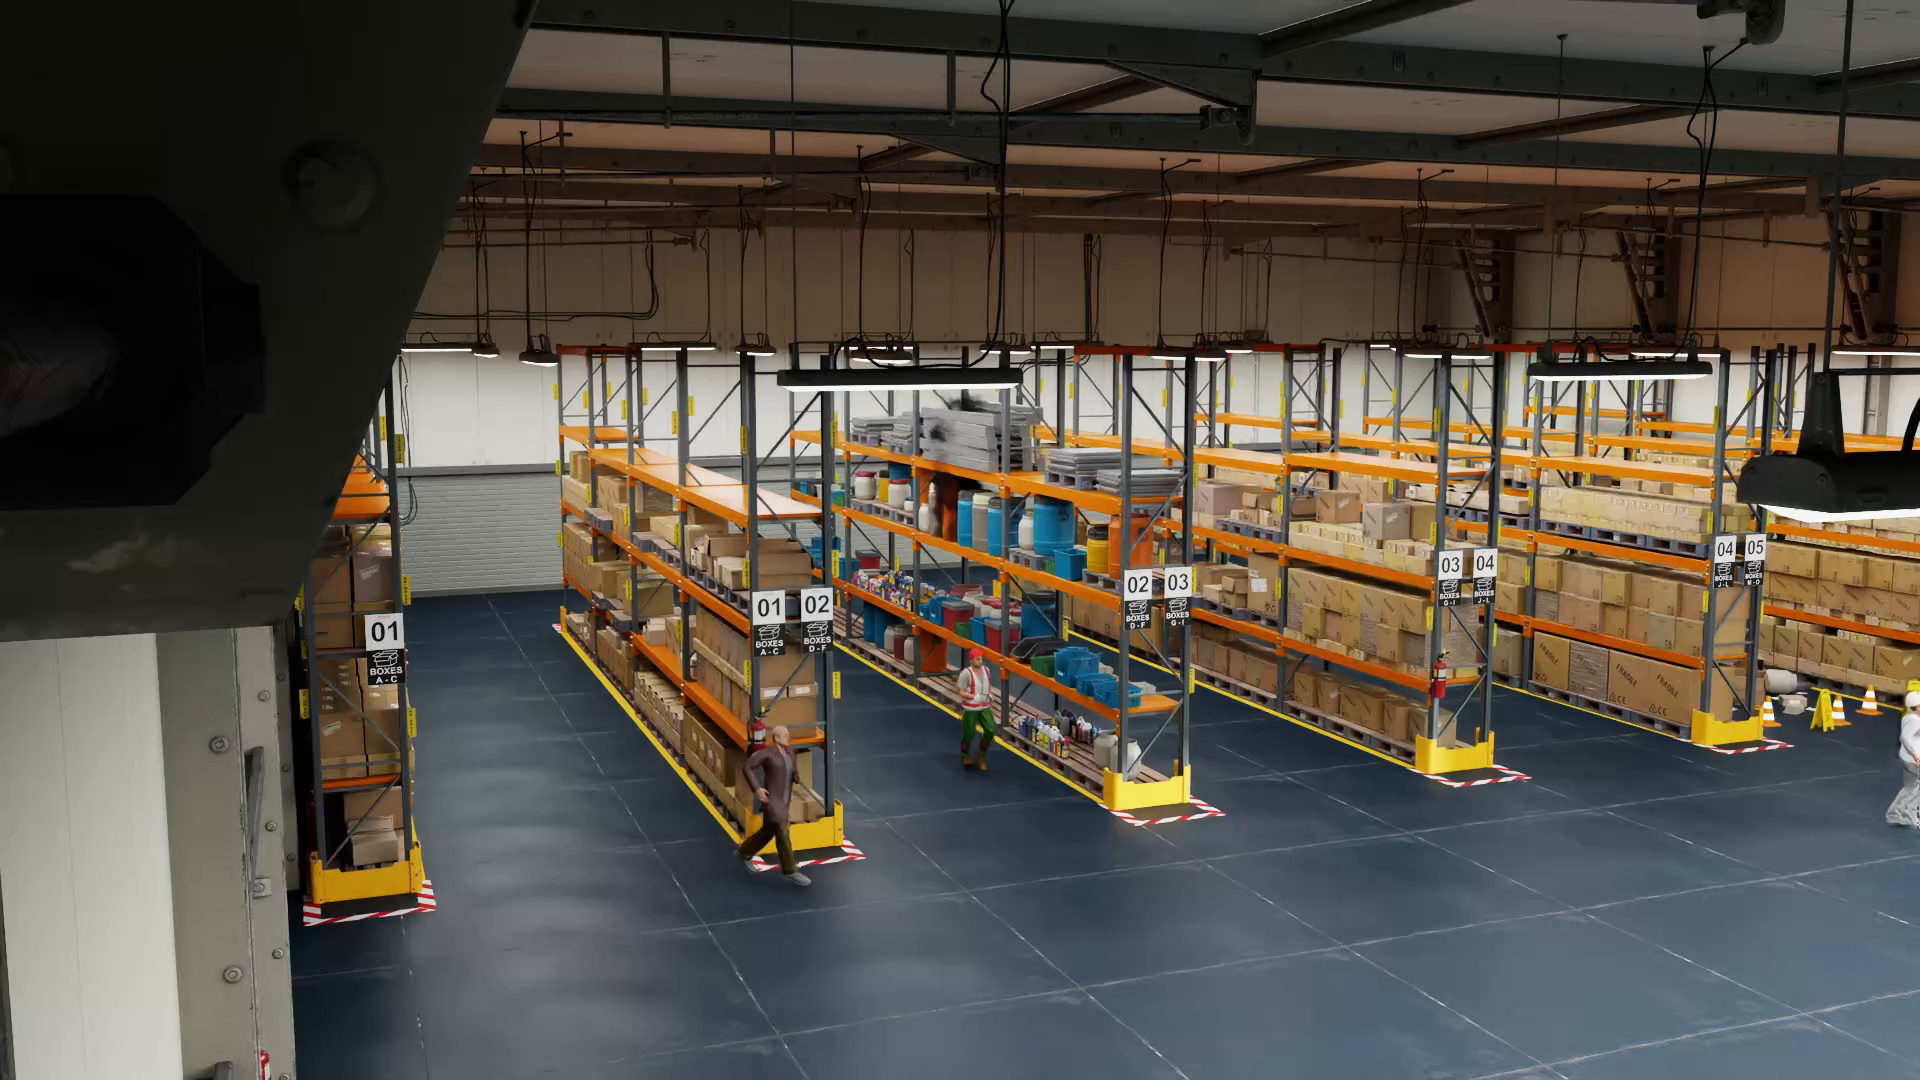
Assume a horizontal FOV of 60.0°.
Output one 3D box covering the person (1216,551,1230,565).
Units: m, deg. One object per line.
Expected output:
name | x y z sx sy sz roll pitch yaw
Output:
person | 6.588 0.263 41.779 0.783 1.590 0.685 3 8 23

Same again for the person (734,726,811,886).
person | -2.099 3.096 19.122 1.114 1.541 0.733 4 8 26

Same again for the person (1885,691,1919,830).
person | 12.150 2.789 21.056 0.670 1.751 0.638 2 7 14

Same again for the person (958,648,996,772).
person | 0.255 2.431 23.804 0.643 1.796 0.805 -4 8 -26

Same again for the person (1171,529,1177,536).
person | 4.819 0.585 38.550 0.712 1.772 0.647 -2 7 -13
